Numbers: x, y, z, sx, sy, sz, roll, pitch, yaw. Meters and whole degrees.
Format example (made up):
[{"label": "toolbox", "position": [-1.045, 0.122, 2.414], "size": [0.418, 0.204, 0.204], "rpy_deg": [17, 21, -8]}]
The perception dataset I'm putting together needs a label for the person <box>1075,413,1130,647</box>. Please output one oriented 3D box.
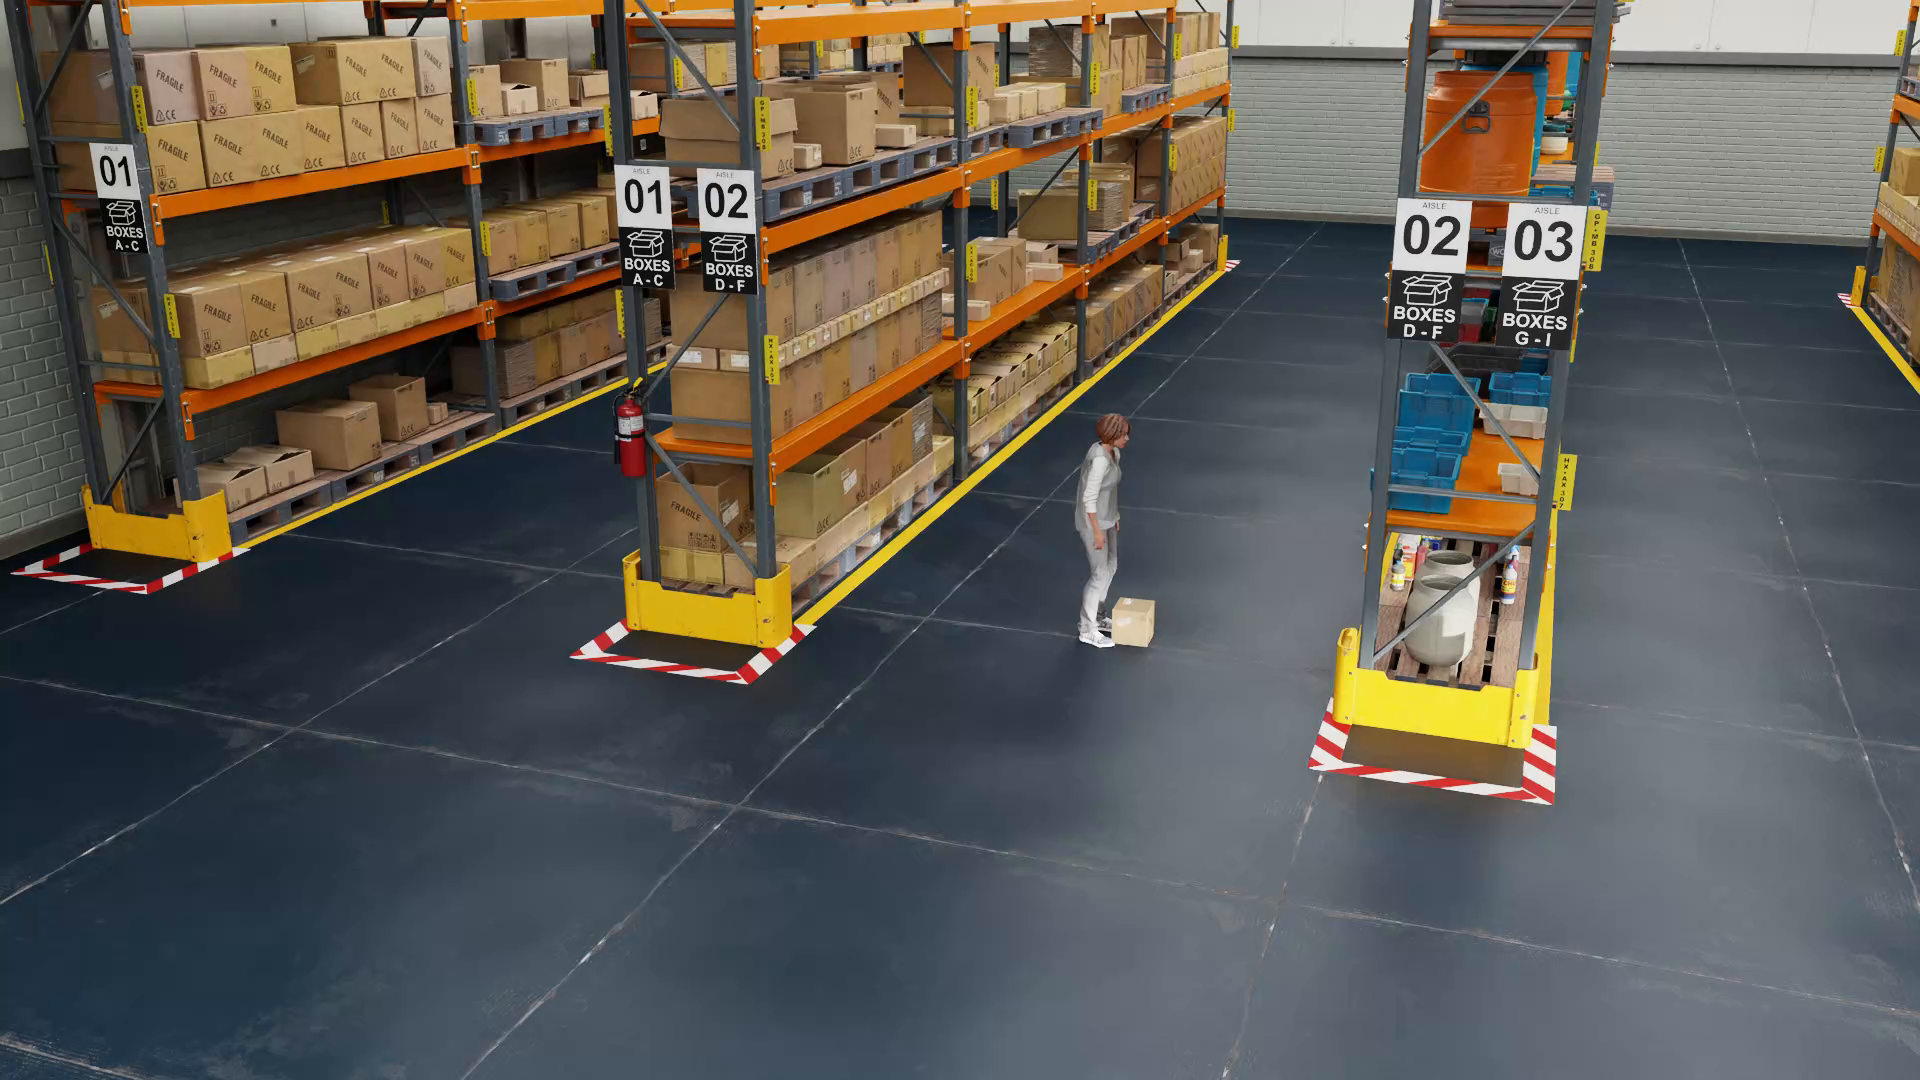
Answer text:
[{"label": "person", "position": [0.963, -0.090, 11.344], "size": [0.343, 1.592, 0.461], "rpy_deg": [7, 20, 18]}]
